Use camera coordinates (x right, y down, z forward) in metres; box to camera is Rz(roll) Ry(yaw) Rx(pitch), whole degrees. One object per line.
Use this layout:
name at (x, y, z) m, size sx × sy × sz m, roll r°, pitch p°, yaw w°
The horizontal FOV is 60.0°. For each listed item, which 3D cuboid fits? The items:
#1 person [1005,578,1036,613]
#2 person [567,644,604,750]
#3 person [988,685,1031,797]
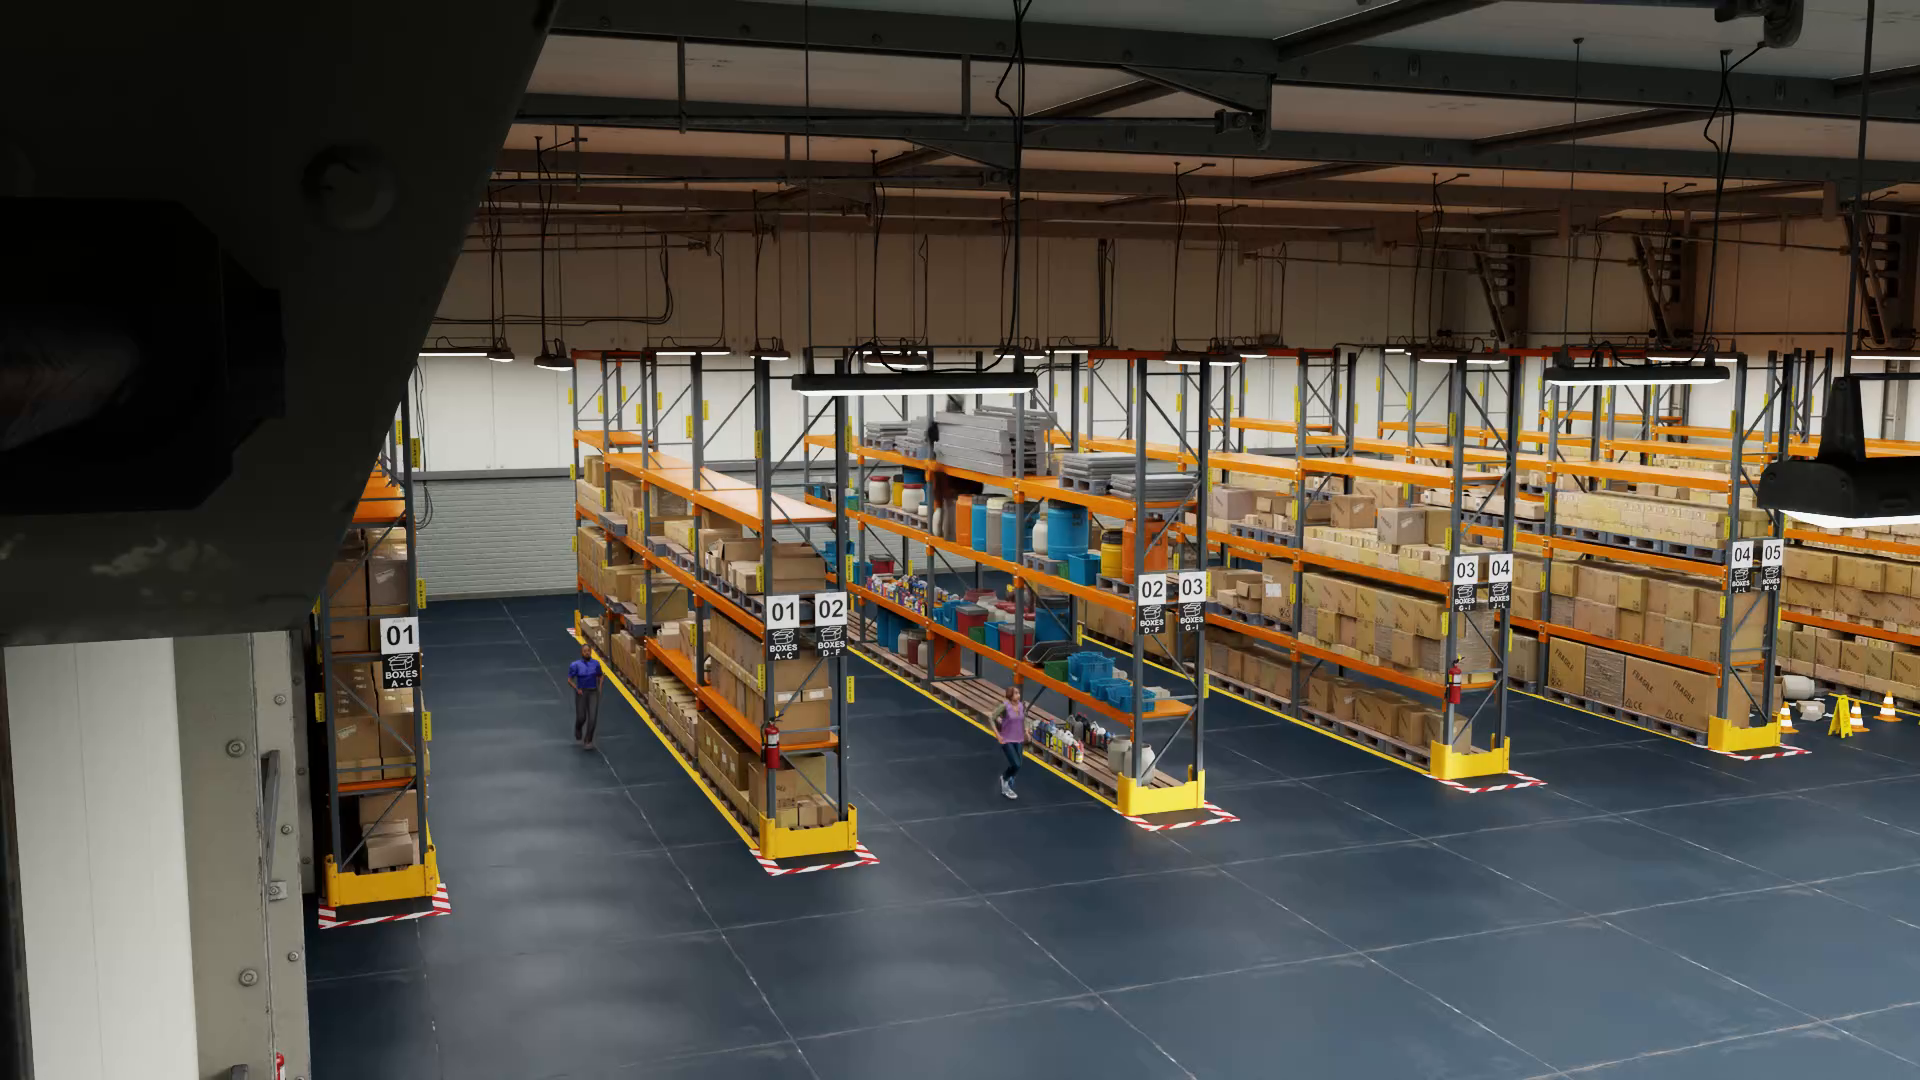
person at (1.172, 1.546, 31.687) m, size 0.712 × 1.743 × 0.720 m, roll -4°, pitch 8°, yaw -29°
person at (-5.714, 2.376, 25.447) m, size 0.562 × 1.609 × 0.589 m, roll -3°, pitch 8°, yaw -25°
person at (0.719, 2.756, 22.628) m, size 0.548 × 1.561 × 0.505 m, roll -5°, pitch 9°, yaw -34°
